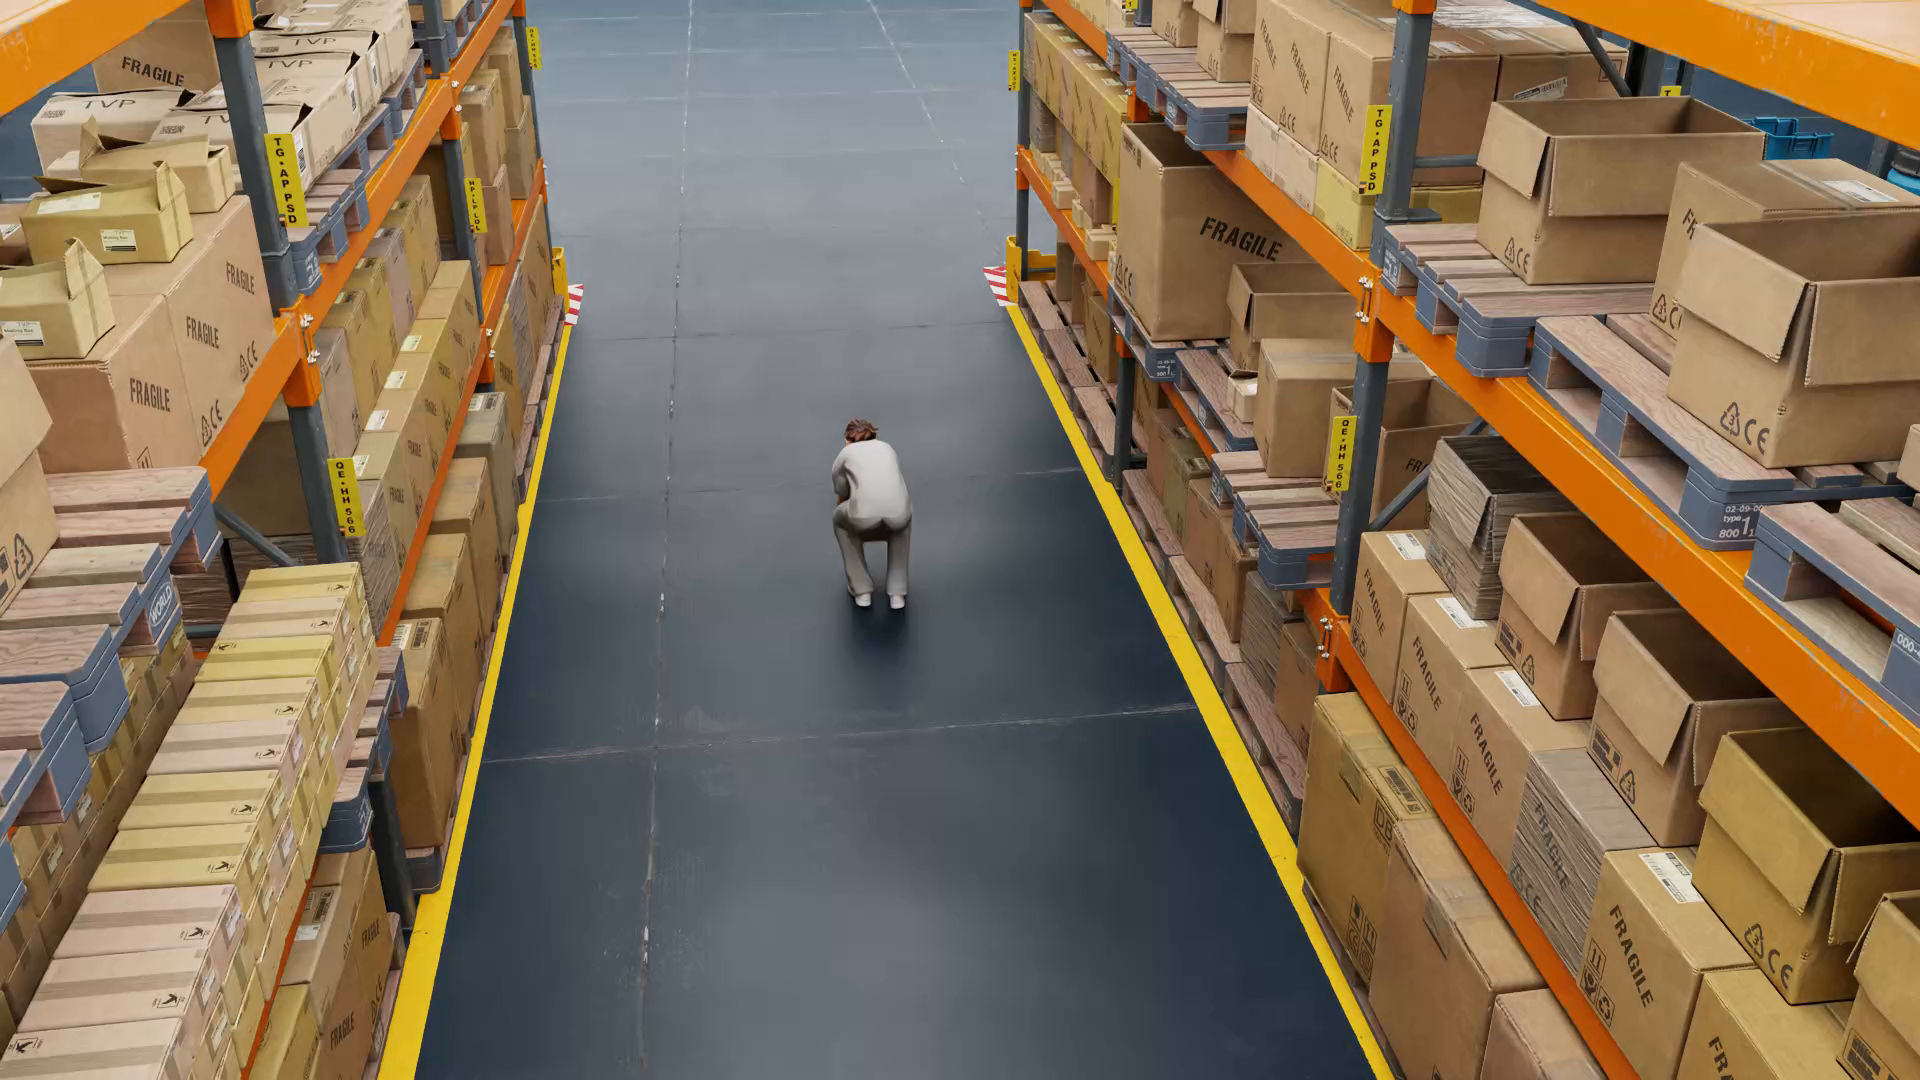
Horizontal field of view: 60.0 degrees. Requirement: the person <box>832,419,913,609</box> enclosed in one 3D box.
[{"bbox_3d":[-0.509,-0.138,9.690,0.463,0.941,0.862,-5,28,-9],"label":"person"}]
